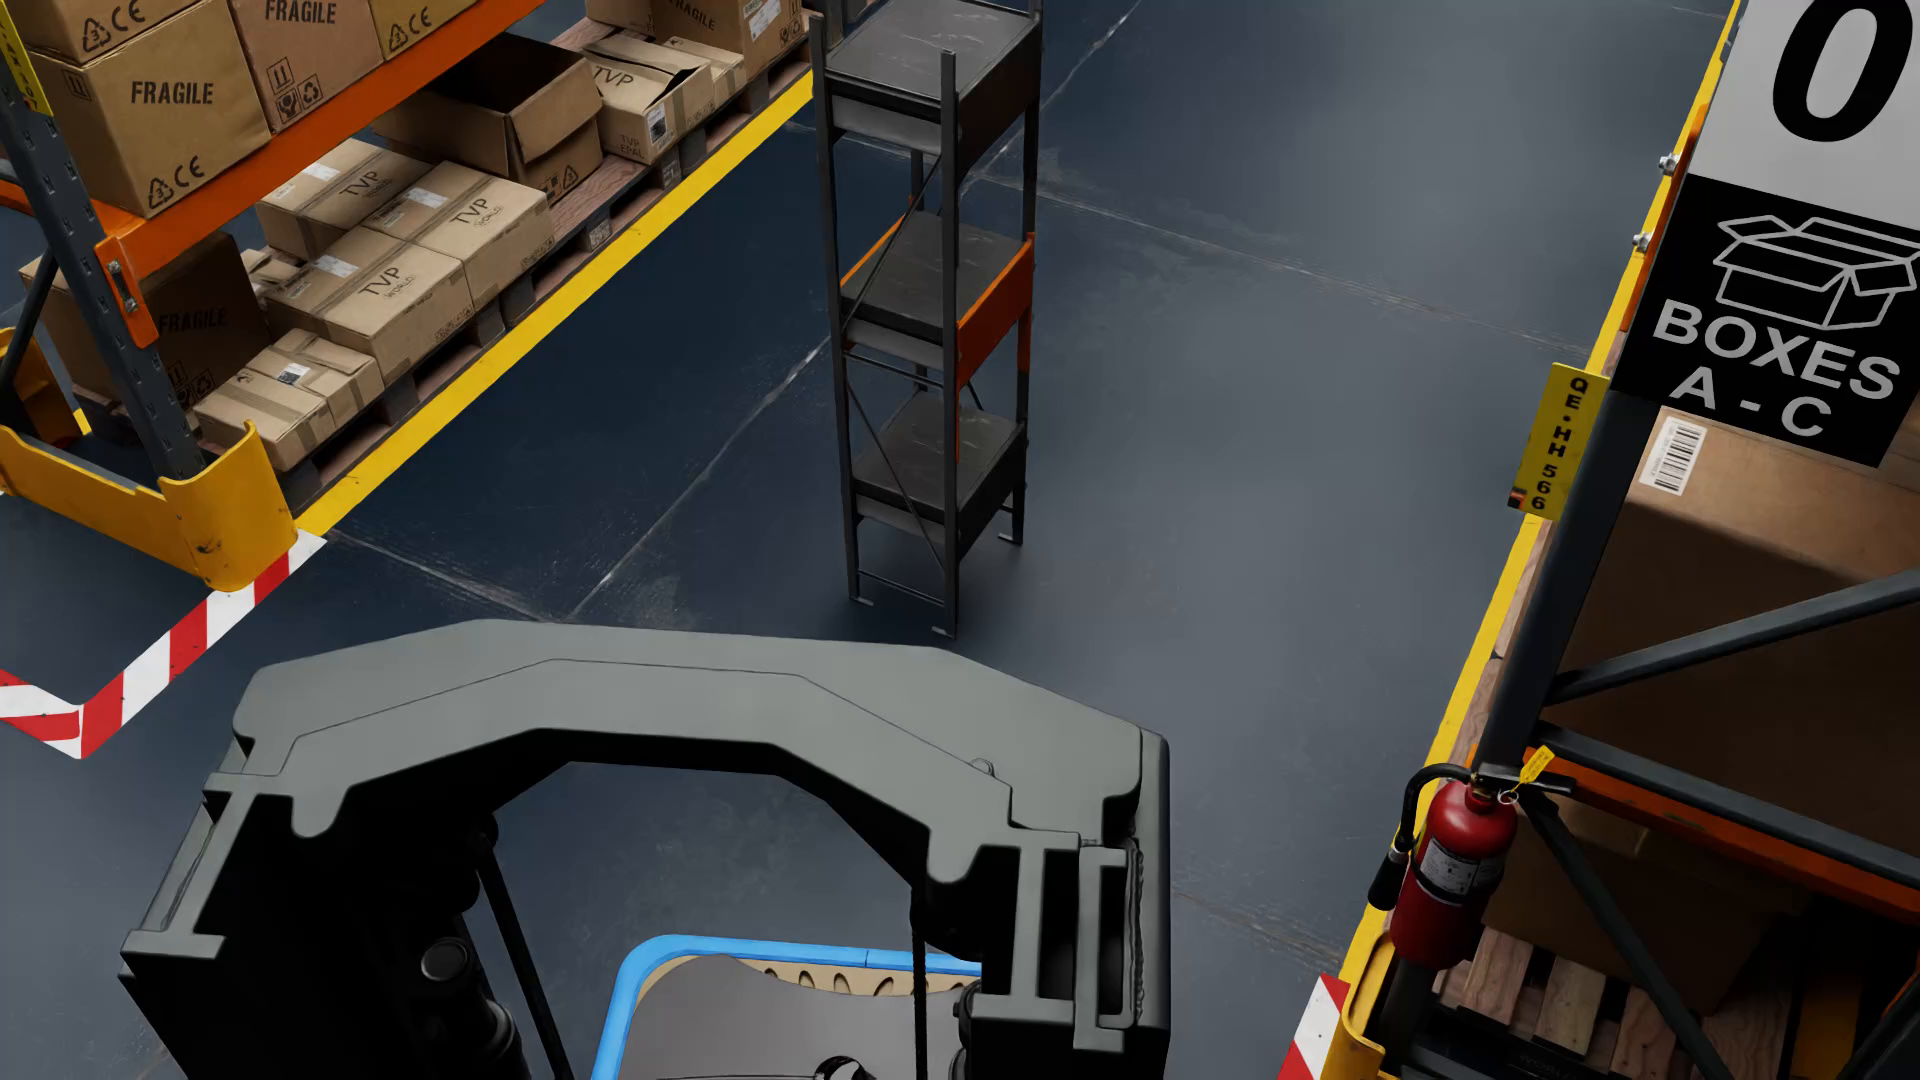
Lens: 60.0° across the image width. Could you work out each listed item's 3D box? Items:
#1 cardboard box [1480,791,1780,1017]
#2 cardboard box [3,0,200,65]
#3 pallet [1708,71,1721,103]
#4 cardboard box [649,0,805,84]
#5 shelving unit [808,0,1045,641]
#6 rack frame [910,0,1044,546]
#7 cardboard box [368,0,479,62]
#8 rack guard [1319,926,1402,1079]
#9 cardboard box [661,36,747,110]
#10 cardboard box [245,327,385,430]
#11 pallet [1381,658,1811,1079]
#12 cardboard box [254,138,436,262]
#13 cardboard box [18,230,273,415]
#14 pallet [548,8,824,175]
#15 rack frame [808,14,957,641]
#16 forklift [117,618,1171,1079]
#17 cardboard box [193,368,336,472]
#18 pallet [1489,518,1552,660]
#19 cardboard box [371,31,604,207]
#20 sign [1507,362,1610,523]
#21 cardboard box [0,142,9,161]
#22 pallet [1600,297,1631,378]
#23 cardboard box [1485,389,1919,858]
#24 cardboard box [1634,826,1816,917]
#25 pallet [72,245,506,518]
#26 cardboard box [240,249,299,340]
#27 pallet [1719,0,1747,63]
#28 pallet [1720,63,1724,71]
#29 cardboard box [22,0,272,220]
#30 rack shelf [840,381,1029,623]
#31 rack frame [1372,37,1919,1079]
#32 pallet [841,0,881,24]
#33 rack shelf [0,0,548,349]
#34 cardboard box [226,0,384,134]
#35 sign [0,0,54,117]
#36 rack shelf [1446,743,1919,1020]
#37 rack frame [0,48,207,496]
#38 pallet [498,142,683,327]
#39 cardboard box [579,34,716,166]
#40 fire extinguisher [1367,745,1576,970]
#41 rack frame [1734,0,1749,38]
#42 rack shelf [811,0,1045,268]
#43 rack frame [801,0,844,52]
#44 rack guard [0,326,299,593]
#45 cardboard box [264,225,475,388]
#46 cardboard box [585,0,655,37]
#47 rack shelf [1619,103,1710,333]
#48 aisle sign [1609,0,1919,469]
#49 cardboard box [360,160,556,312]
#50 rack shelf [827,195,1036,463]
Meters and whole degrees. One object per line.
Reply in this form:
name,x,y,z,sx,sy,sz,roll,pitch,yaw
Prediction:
cardboard box,1.725,0.776,4.337,0.700,0.500,0.500,20,49,19
cardboard box,-2.461,-1.694,4.542,0.500,0.500,0.500,22,49,20
pallet,3.637,-1.532,7.116,1.003,0.211,1.213,20,49,19
cardboard box,-1.057,-2.458,7.518,0.500,0.500,0.500,20,49,19
shelving unit,-0.077,-0.634,4.900,0.431,2.100,0.503,20,49,19
rack frame,0.036,-0.788,5.052,0.400,2.100,0.015,20,49,19
cardboard box,-1.991,-1.984,5.532,0.500,0.500,0.500,20,49,19
rack guard,1.478,1.412,4.003,1.175,0.500,0.348,20,49,19
cardboard box,-1.178,-2.078,7.390,0.380,0.149,0.250,20,49,19
cardboard box,-2.286,-0.581,5.898,0.380,0.166,0.250,20,49,19
pallet,1.791,0.969,4.644,1.003,0.211,1.213,20,49,19
cardboard box,-2.399,-1.315,6.565,0.500,0.250,0.500,20,49,19
cardboard box,-2.866,-0.814,5.894,0.500,0.500,0.500,20,49,19
pallet,-1.363,-2.222,7.798,1.003,0.211,1.213,20,49,19
rack frame,-0.190,-0.480,4.748,0.400,2.100,0.015,20,49,19
forklift,-0.315,1.612,2.096,1.130,2.935,3.031,3,45,3
cardboard box,-2.402,-0.417,5.749,0.380,0.149,0.250,20,49,19
pallet,2.358,0.204,5.400,1.003,0.211,1.213,20,49,19
cardboard box,-1.911,-1.726,6.793,0.797,0.503,0.637,20,49,19
sign,1.015,-0.160,2.818,0.100,0.325,0.005,20,49,19
cardboard box,-2.934,-1.522,5.075,0.500,0.500,0.500,22,49,20
pallet,2.923,-0.568,6.163,1.003,0.211,1.213,20,49,19
cardboard box,1.717,0.089,3.343,0.980,0.700,0.700,23,50,21
cardboard box,1.844,0.692,3.963,0.380,0.149,0.250,21,49,19
pallet,-2.496,-0.685,6.279,1.003,0.211,1.213,20,49,19
cardboard box,-2.599,-0.923,6.236,0.380,0.166,0.250,20,49,19
pallet,1.824,-0.976,2.558,1.003,0.211,1.213,20,49,19
pallet,4.202,-2.304,7.878,1.003,0.211,1.213,20,49,19
cardboard box,-2.461,-1.342,4.897,0.500,0.500,0.500,21,49,20
rack shelf,-0.077,-0.132,5.408,0.431,0.518,0.480,20,49,19
rack frame,1.489,0.519,3.129,1.000,3.000,0.127,20,49,19
pallet,-0.700,-3.179,8.744,1.003,0.211,1.213,20,49,19
rack shelf,-1.972,-2.122,6.244,1.077,0.370,4.000,20,49,19
cardboard box,-2.226,-1.669,5.220,0.500,0.500,0.500,20,49,19
sign,-2.420,-1.240,4.258,0.100,0.325,0.005,20,49,19
rack shelf,2.417,-0.489,4.630,1.077,0.370,4.000,20,49,19
rack frame,-2.901,-1.115,4.743,1.000,3.000,0.127,20,49,19
pallet,-1.929,-1.450,7.035,1.003,0.211,1.213,20,49,19
cardboard box,-1.405,-1.919,7.119,0.500,0.311,0.500,20,49,19
fire extinguisher,1.010,0.619,3.345,0.296,0.674,0.183,20,49,19
rack frame,1.489,-1.590,0.995,1.000,3.000,0.127,20,49,19
rack shelf,-0.077,-1.116,4.412,0.431,0.518,0.480,20,49,19
rack frame,-1.044,-3.635,7.233,1.000,3.000,0.127,20,49,19
rack guard,-2.865,-0.284,5.679,1.175,0.500,0.348,20,49,19
cardboard box,-2.165,-0.867,6.121,0.500,0.250,0.500,20,49,19
cardboard box,-1.430,-2.651,7.842,0.500,0.311,0.500,20,49,19
rack shelf,2.417,-1.543,3.563,1.077,0.370,4.000,20,49,19
aisle sign,1.190,-0.449,2.257,0.394,0.787,0.004,20,49,19
cardboard box,-1.933,-1.182,6.433,0.500,0.250,0.500,20,49,19
rack shelf,-0.077,-0.624,4.910,0.431,0.518,0.480,20,49,19
